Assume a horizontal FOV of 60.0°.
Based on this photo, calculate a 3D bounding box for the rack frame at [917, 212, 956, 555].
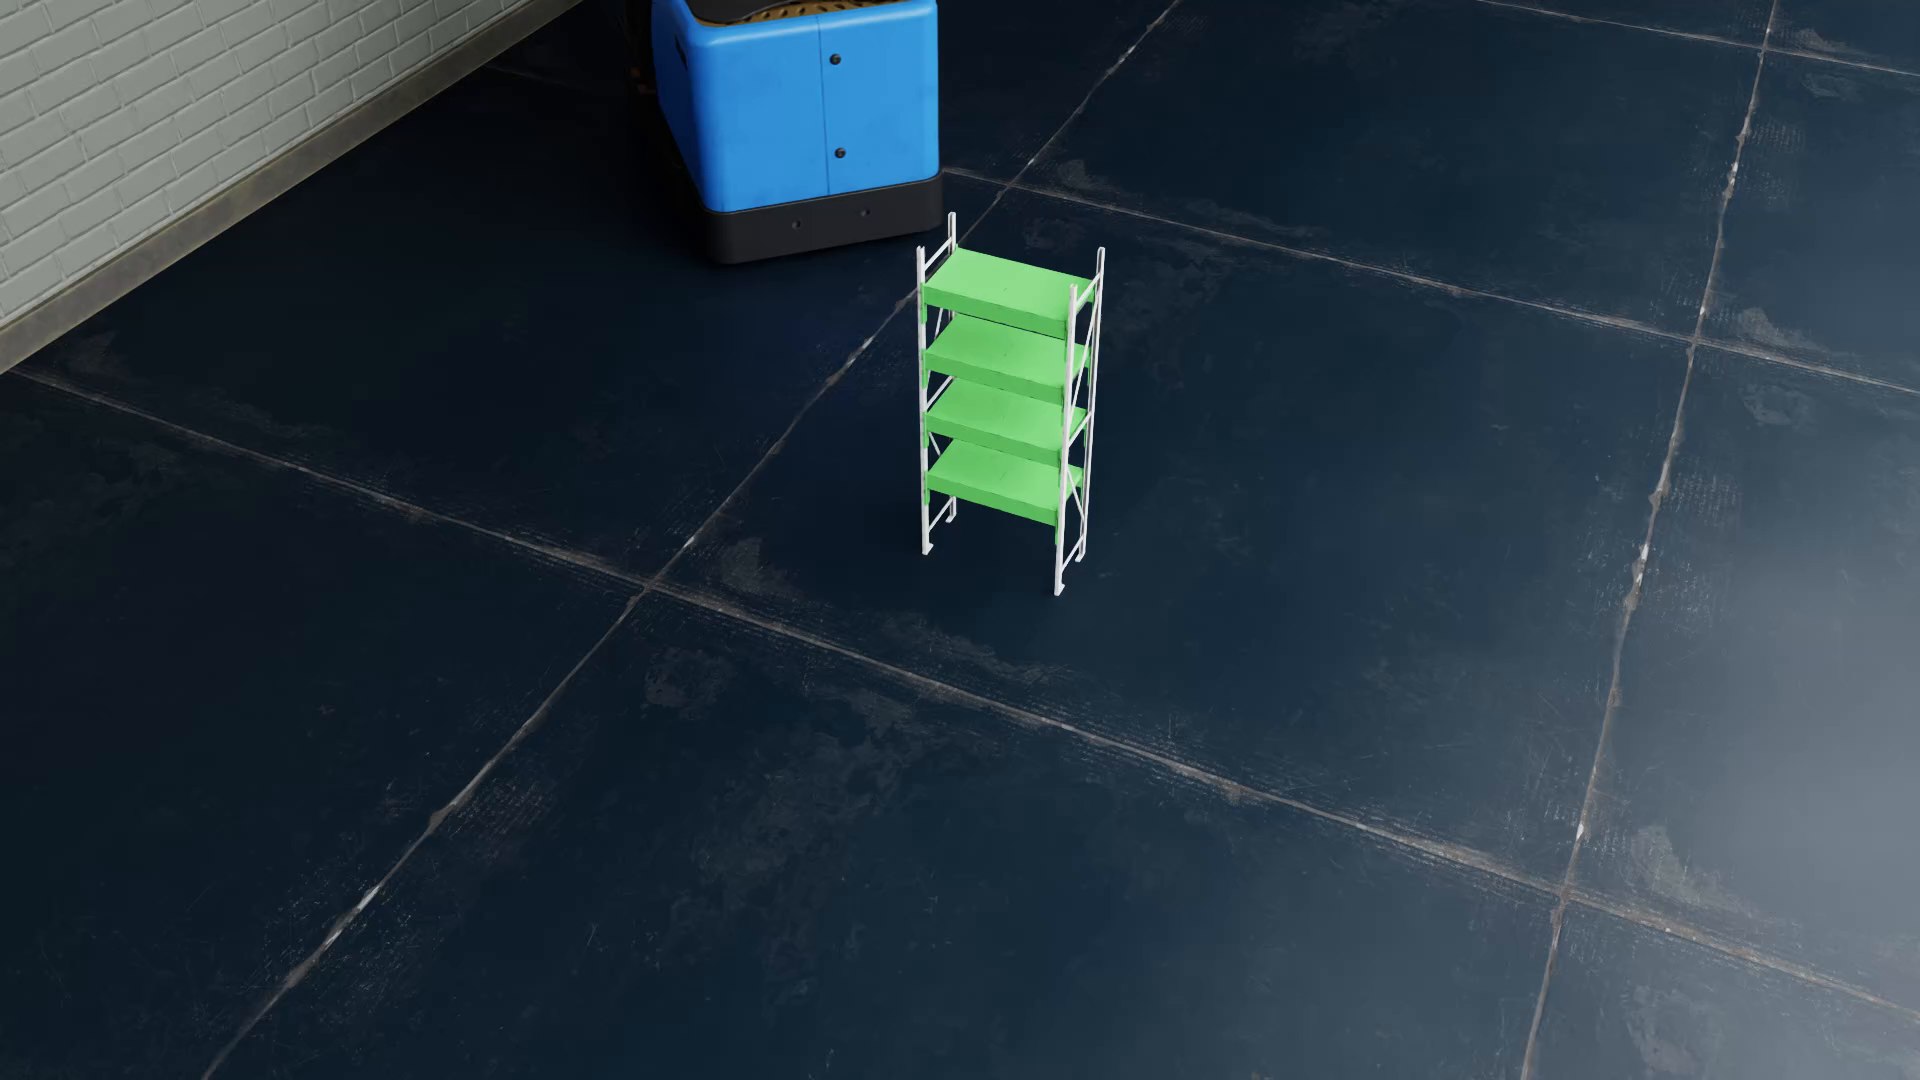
[{"bbox_3d":[-0.071,-0.475,5.382,0.015,1.200,0.240,17,44,19],"label":"rack frame"}]

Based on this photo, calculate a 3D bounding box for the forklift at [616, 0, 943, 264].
[{"bbox_3d":[-1.028,-3.240,7.250,1.130,2.935,3.031,-12,42,-14],"label":"forklift"}]

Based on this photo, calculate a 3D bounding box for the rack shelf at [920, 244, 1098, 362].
[{"bbox_3d":[0.150,-0.722,5.032,0.480,0.148,0.258,17,44,19],"label":"rack shelf"}]

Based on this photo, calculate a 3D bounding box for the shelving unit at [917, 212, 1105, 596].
[{"bbox_3d":[0.150,-0.408,5.304,0.503,1.200,0.258,17,44,19],"label":"shelving unit"}]

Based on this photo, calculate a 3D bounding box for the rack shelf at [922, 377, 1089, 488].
[{"bbox_3d":[0.150,-0.359,5.346,0.480,0.148,0.258,17,44,19],"label":"rack shelf"}]

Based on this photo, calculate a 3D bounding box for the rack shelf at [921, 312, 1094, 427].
[{"bbox_3d":[0.150,-0.541,5.189,0.480,0.148,0.258,17,44,19],"label":"rack shelf"}]

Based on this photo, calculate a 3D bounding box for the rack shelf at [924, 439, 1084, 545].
[{"bbox_3d":[0.150,-0.178,5.503,0.480,0.148,0.258,17,44,19],"label":"rack shelf"}]

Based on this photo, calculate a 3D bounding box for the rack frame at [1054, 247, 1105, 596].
[{"bbox_3d":[0.371,-0.340,5.226,0.015,1.200,0.240,17,44,19],"label":"rack frame"}]
